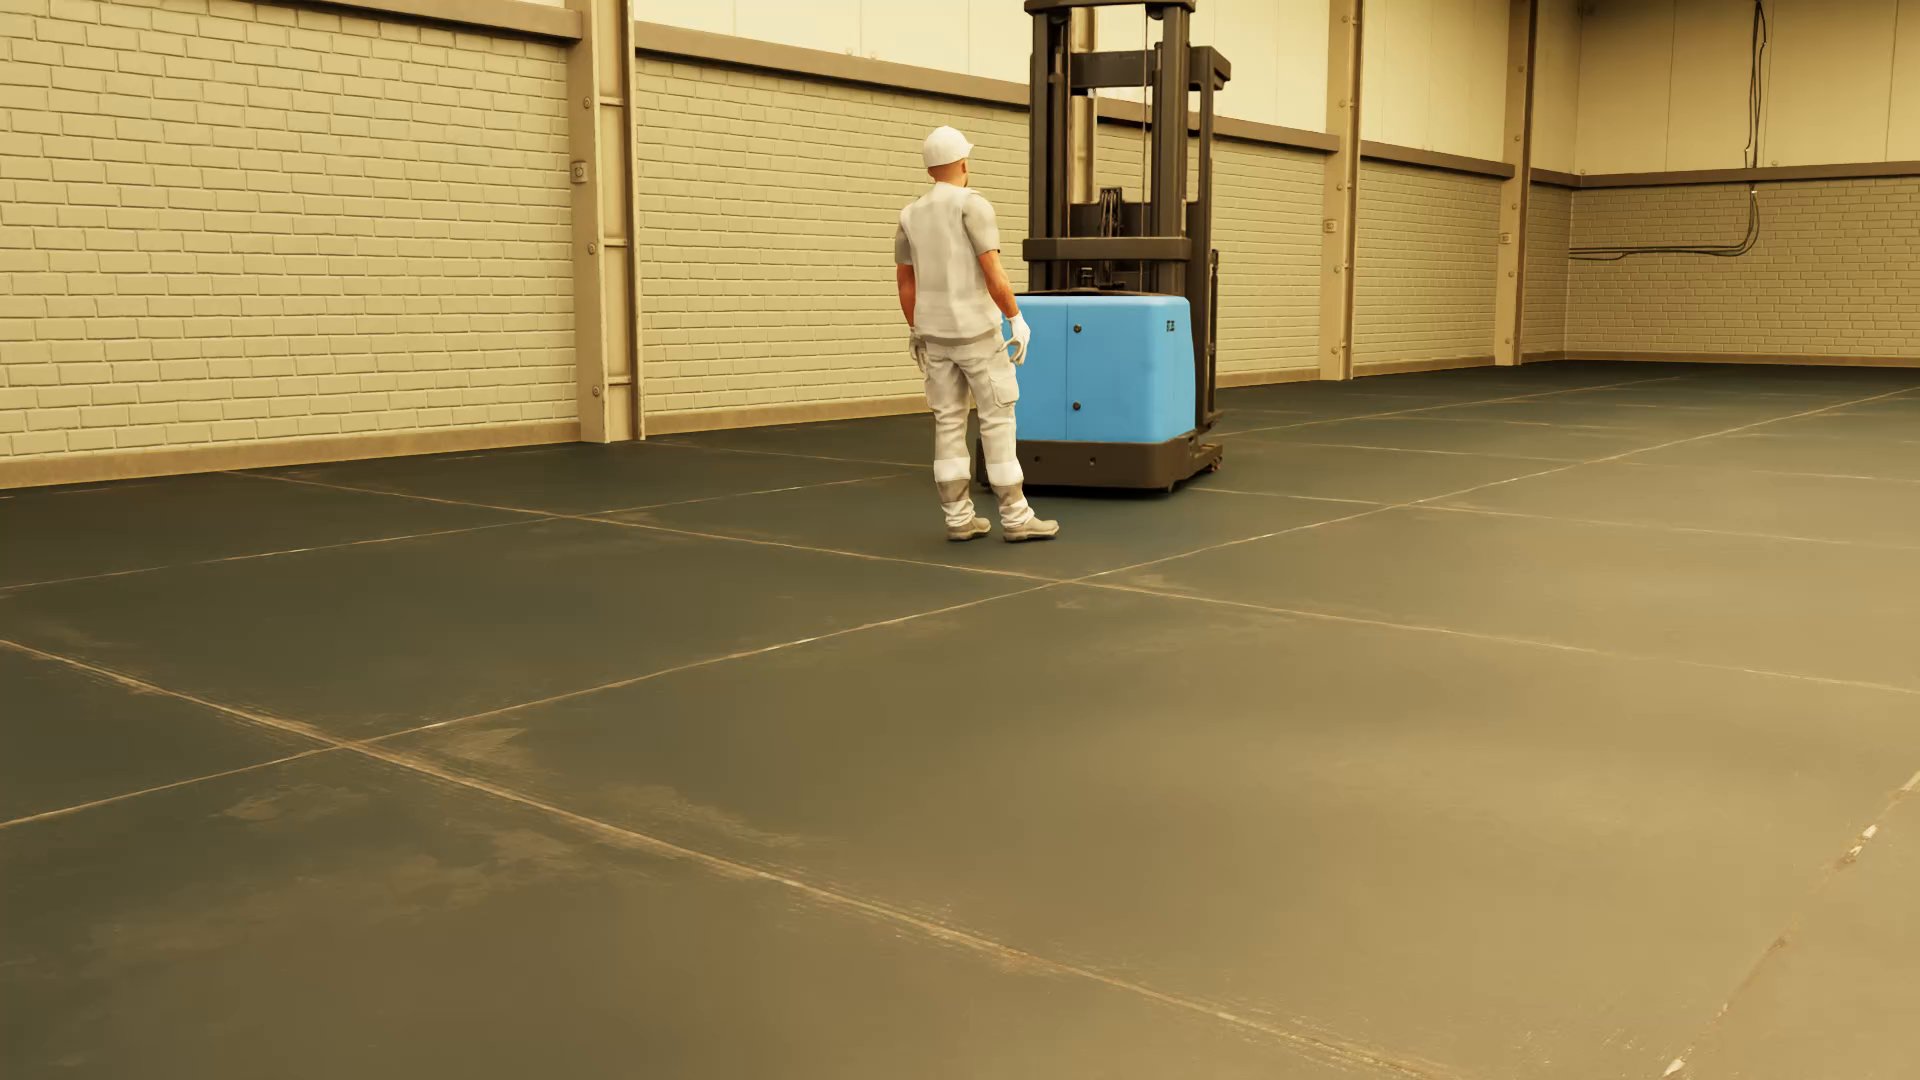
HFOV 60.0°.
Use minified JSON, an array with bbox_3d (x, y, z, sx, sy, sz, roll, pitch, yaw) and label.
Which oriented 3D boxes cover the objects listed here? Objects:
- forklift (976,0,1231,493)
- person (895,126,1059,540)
[{"bbox_3d":[1.019,-1.877,10.108,1.130,2.935,3.031,3,9,17],"label":"forklift"},{"bbox_3d":[0.060,-0.901,7.329,0.637,1.790,0.562,7,11,38],"label":"person"}]
